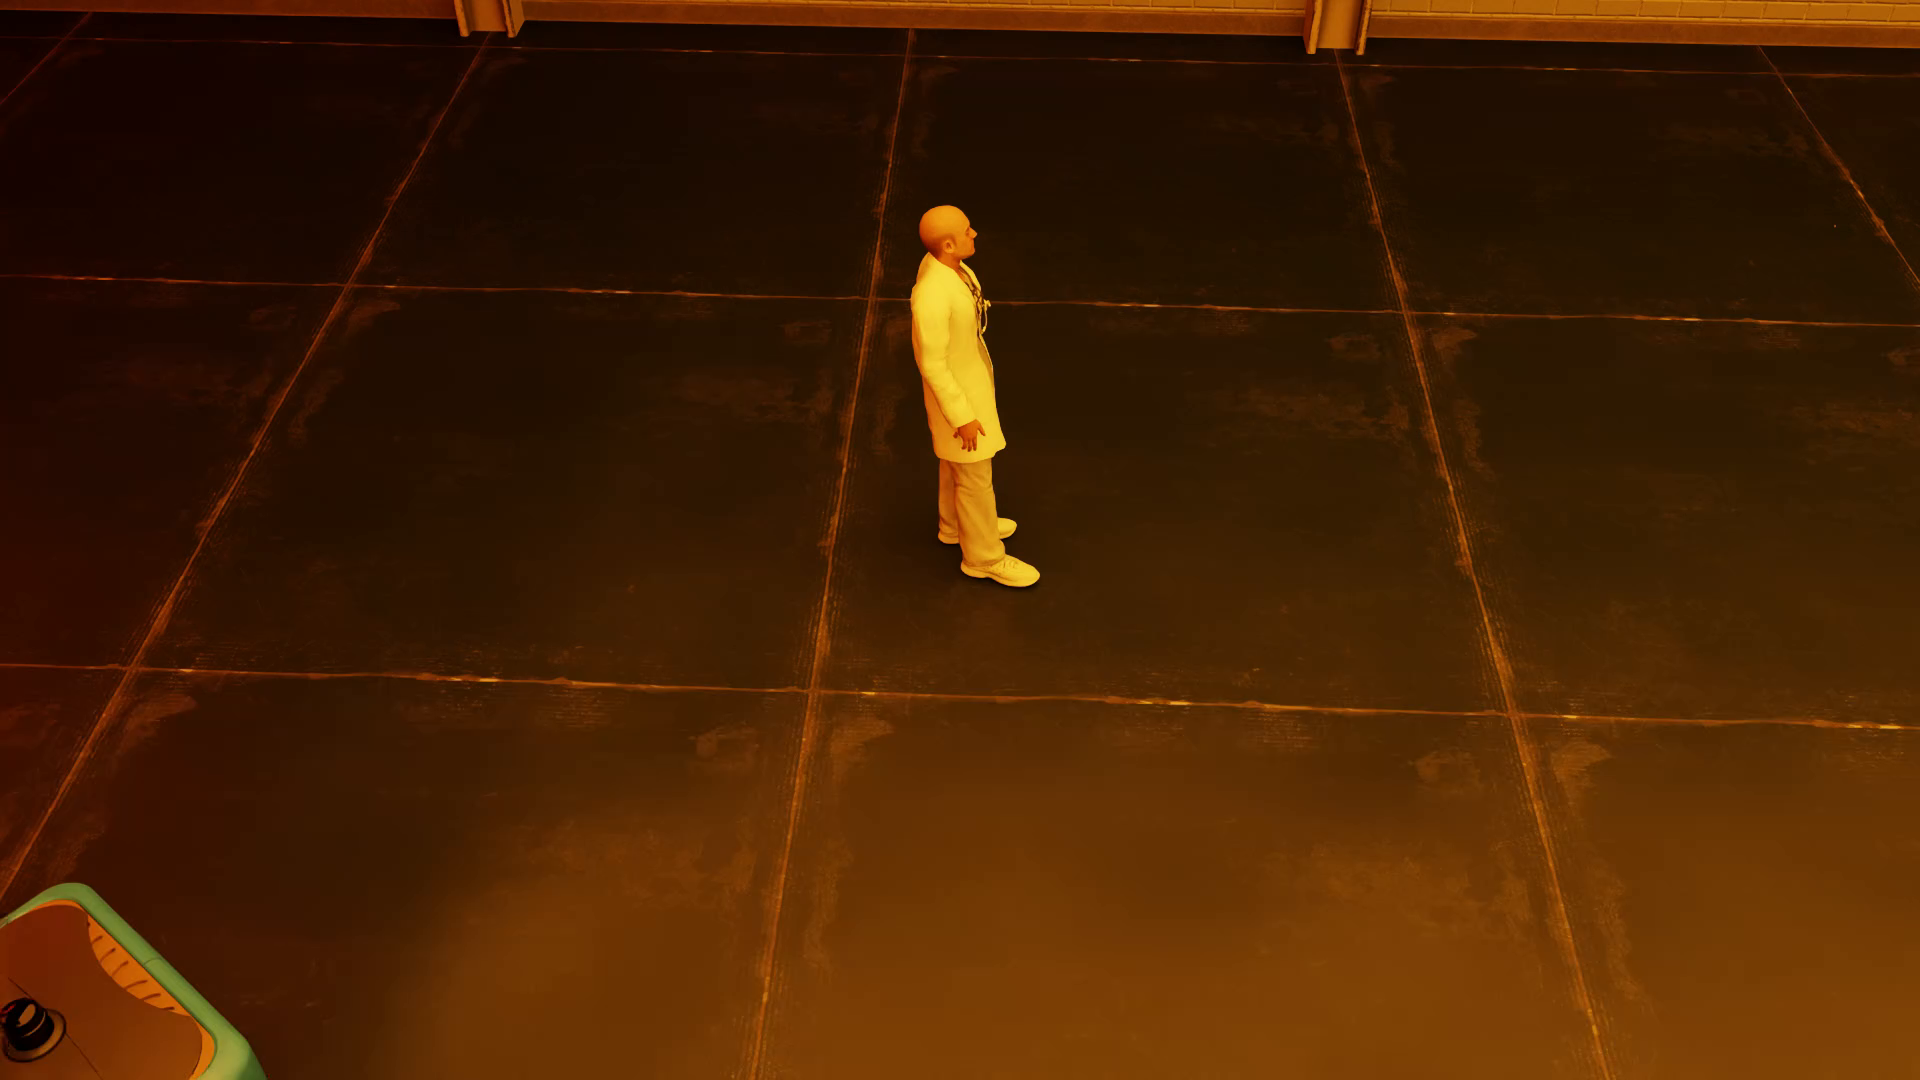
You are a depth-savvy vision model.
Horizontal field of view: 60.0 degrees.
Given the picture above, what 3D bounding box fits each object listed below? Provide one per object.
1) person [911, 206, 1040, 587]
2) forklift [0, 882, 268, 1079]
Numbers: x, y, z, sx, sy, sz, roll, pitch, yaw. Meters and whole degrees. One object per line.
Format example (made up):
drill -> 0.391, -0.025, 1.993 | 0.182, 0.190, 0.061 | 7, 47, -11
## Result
person -> 0.090, -0.656, 7.305 | 0.581, 1.776, 0.696 | 2, 42, 2
forklift -> -3.337, 1.729, 3.848 | 1.130, 2.935, 3.031 | 29, 50, 28
